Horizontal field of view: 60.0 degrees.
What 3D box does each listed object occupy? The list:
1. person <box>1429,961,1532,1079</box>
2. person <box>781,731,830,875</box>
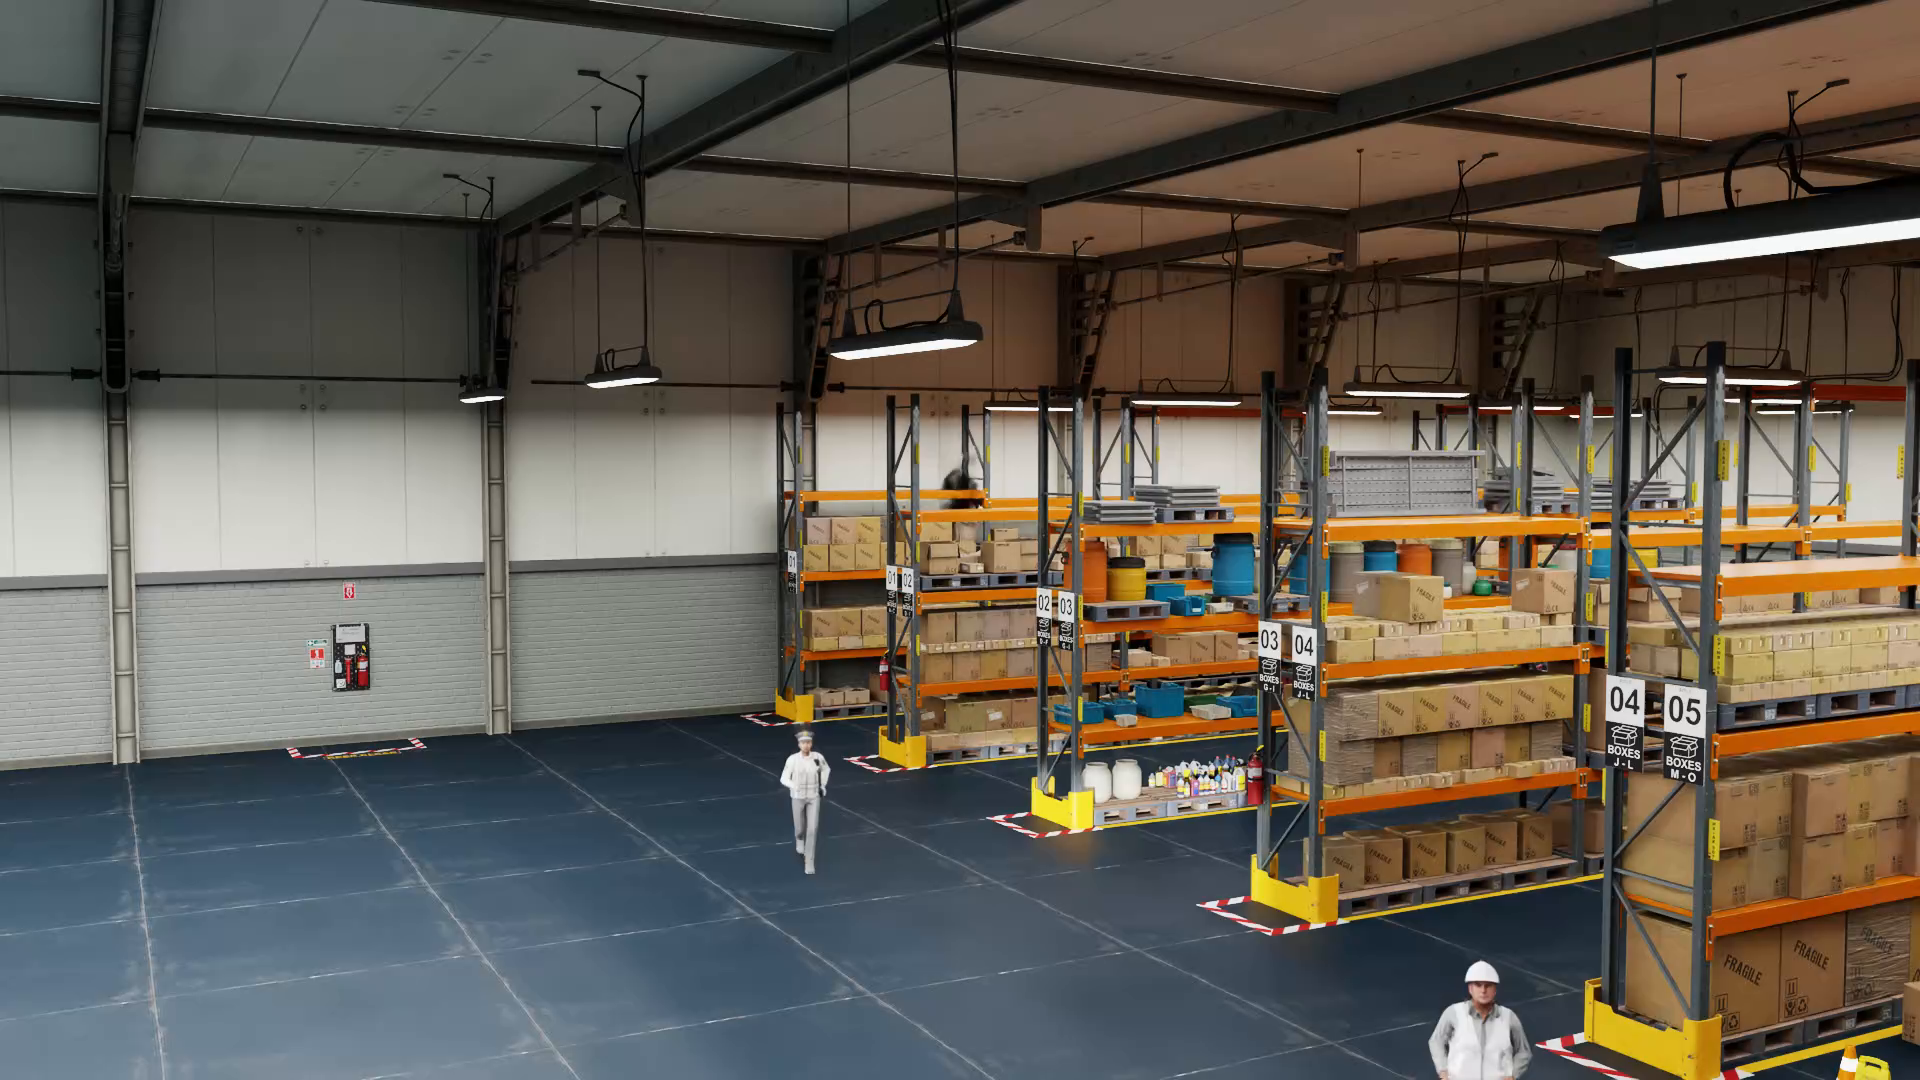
[{"bbox_3d":[3.477,3.676,11.113,0.661,1.728,0.585,1,3,13],"label":"person"},{"bbox_3d":[-1.875,3.160,20.318,0.616,1.682,0.850,-1,3,-10],"label":"person"}]
